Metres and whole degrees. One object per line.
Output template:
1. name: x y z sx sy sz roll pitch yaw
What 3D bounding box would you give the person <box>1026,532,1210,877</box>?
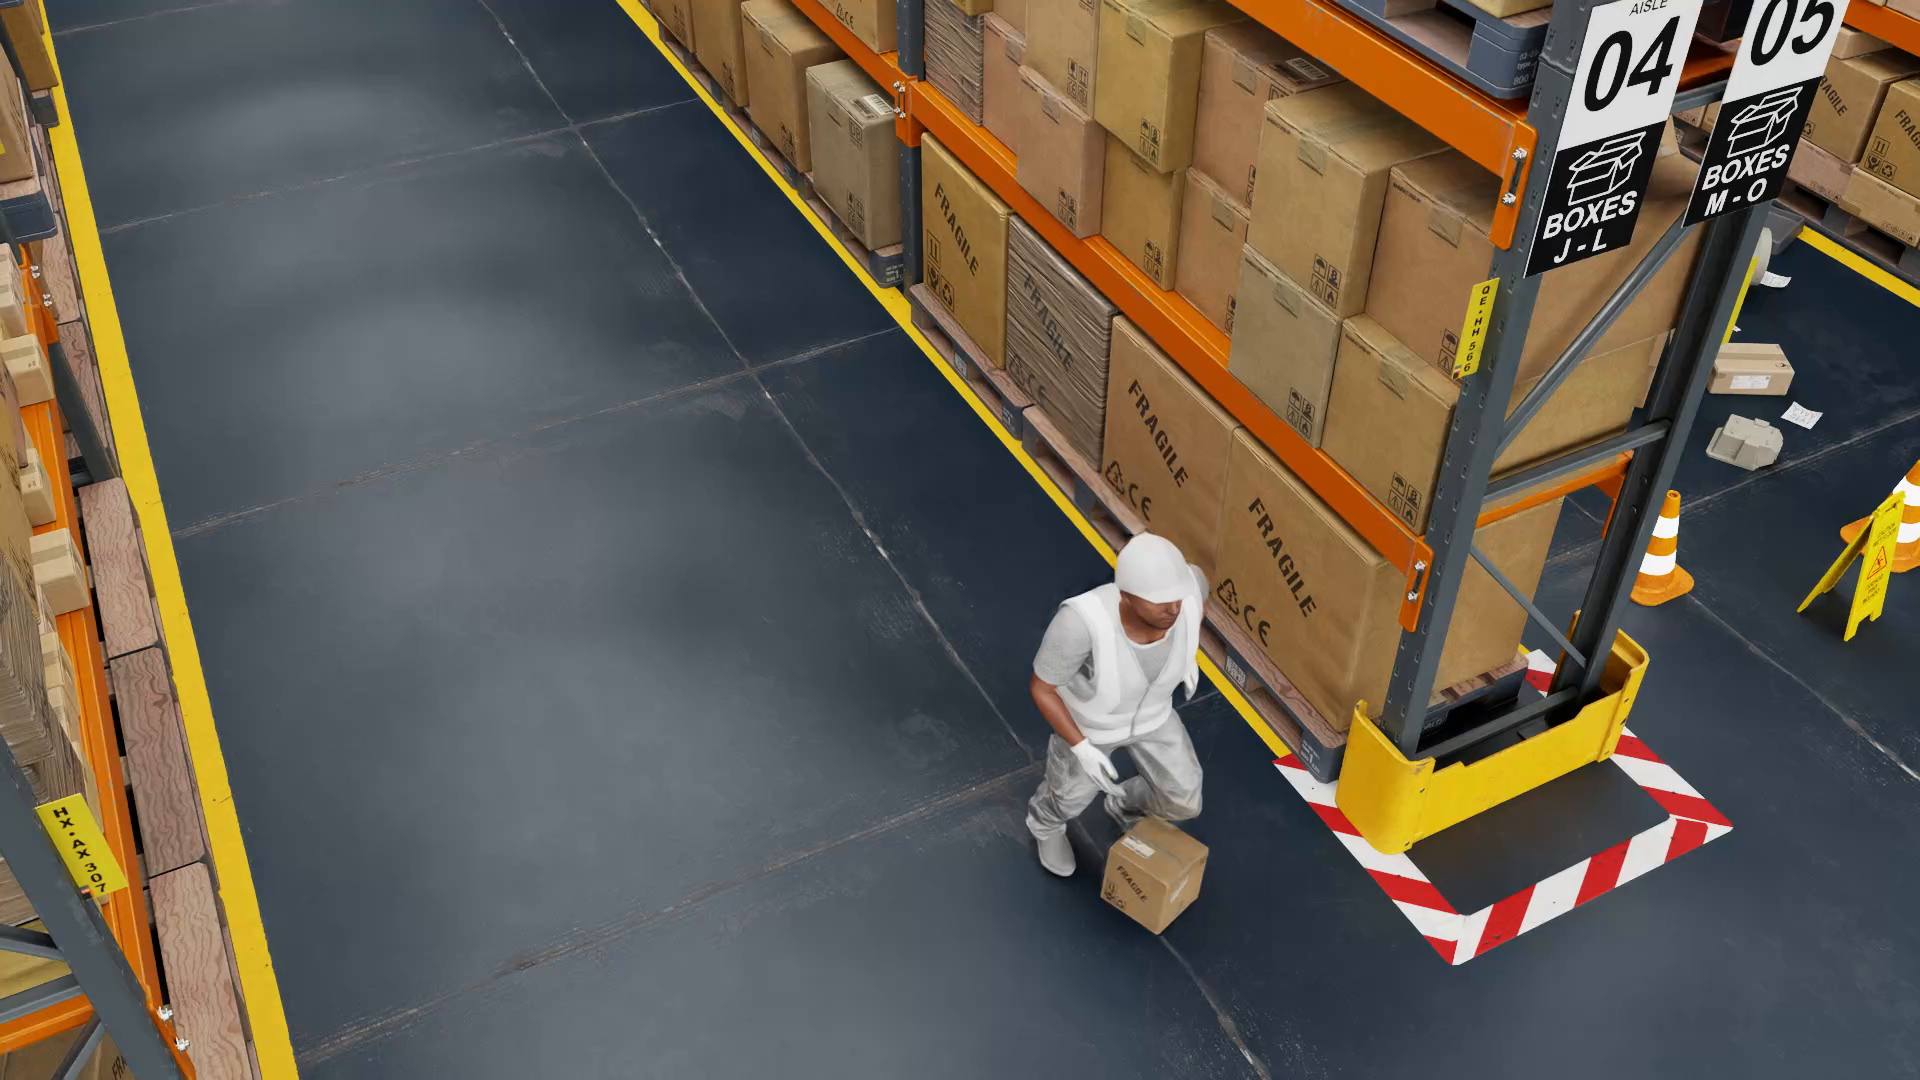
1. person: 0.541 0.583 5.527 0.697 1.711 0.675 -15 43 -17
